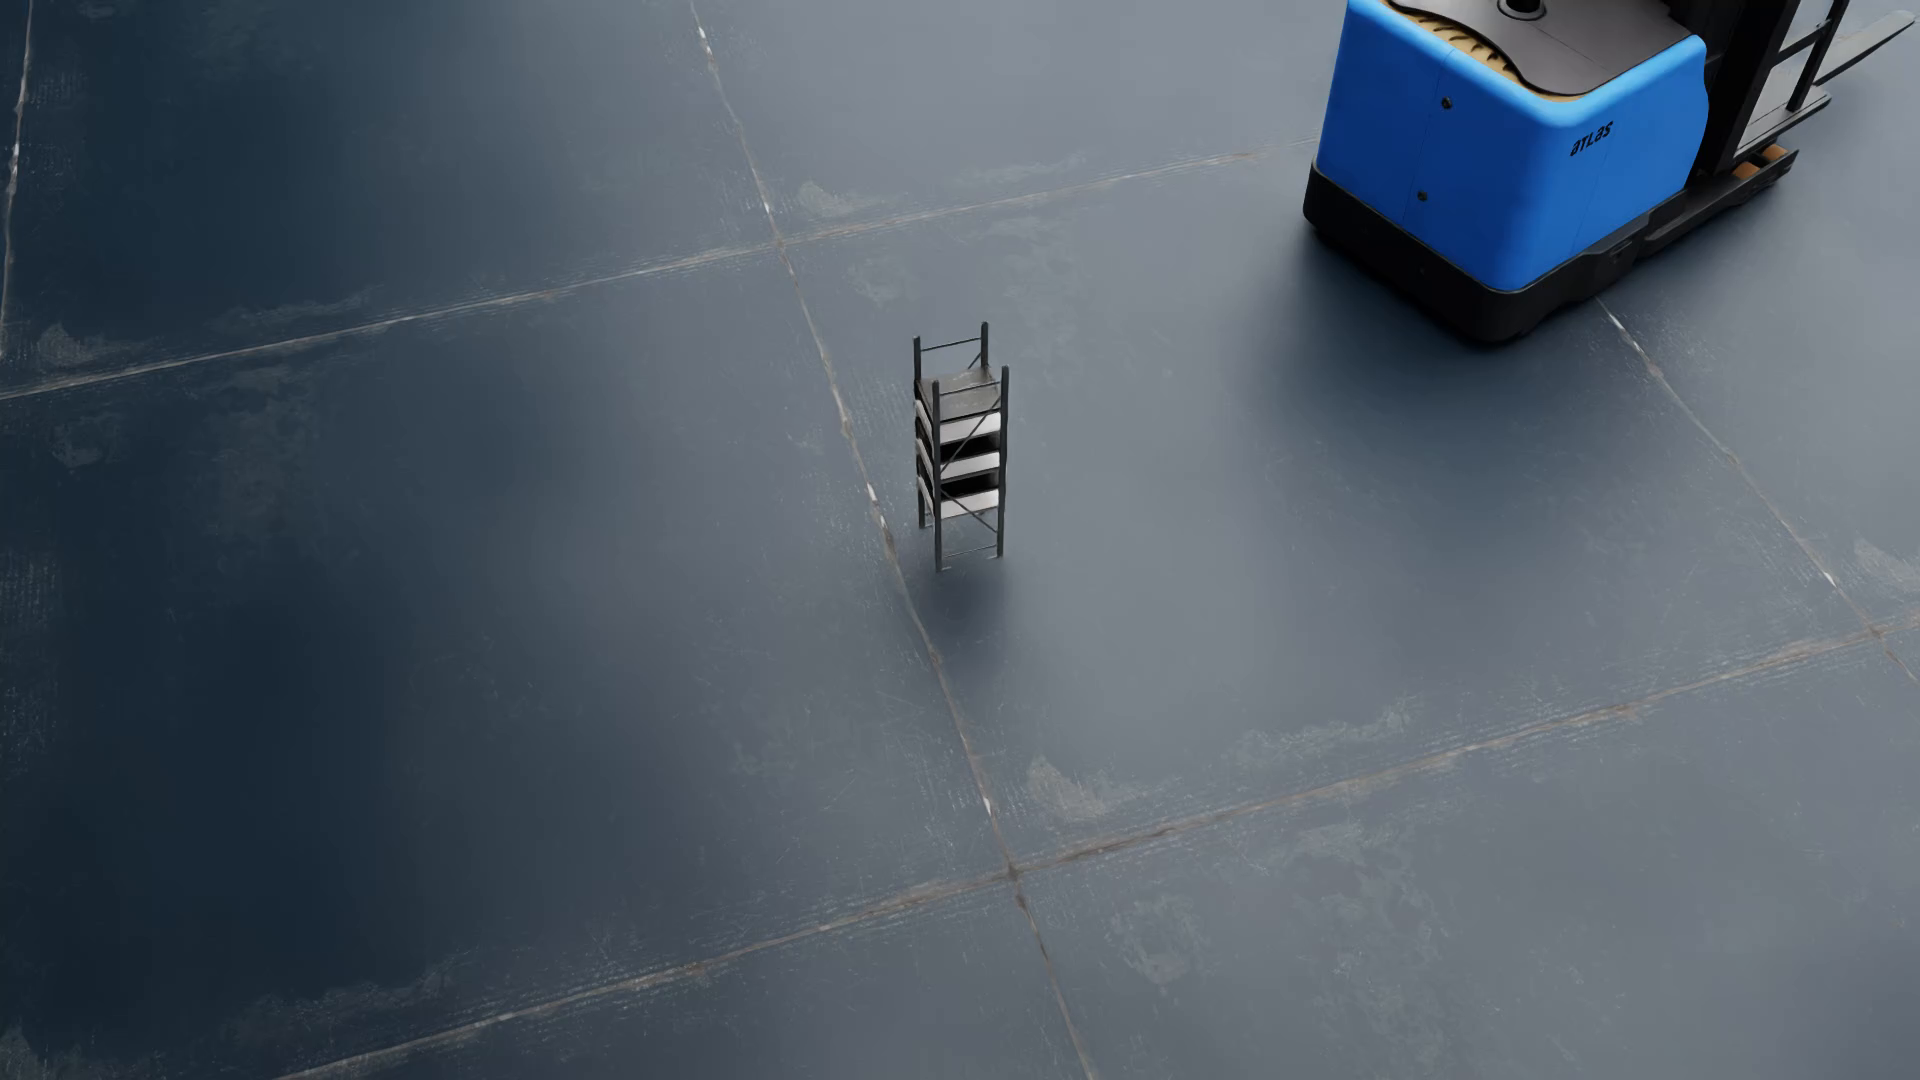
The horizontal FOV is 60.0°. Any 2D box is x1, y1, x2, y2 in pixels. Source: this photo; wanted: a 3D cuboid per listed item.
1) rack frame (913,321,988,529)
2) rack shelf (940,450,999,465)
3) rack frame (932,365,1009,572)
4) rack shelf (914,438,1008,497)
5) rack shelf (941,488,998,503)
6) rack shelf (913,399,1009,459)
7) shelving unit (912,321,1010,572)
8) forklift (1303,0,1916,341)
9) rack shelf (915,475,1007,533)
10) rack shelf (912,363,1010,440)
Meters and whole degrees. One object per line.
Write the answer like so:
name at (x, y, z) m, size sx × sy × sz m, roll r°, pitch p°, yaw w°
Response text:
rack frame at (-0.028, -0.358, 5.464) m, size 0.240 × 0.900 × 0.006 m, roll -13°, pitch 51°, yaw -11°
rack shelf at (0.002, -0.330, 5.346) m, size 0.199 × 0.015 × 0.184 m, roll -13°, pitch 51°, yaw -11°
rack frame at (0.032, -0.210, 5.338) m, size 0.240 × 0.900 × 0.006 m, roll -13°, pitch 51°, yaw -11°
rack shelf at (0.002, -0.263, 5.426) m, size 0.258 × 0.077 × 0.200 m, roll -13°, pitch 51°, yaw -11°
rack shelf at (0.002, -0.214, 5.484) m, size 0.199 × 0.015 × 0.184 m, roll -13°, pitch 51°, yaw -11°
rack shelf at (0.002, -0.379, 5.289) m, size 0.258 × 0.077 × 0.200 m, roll -13°, pitch 51°, yaw -11°
shelving unit at (0.002, -0.284, 5.401) m, size 0.258 × 0.900 × 0.210 m, roll -13°, pitch 51°, yaw -11°
forklift at (2.875, -2.640, 6.059) m, size 3.031 × 2.935 × 1.130 m, roll -31°, pitch 56°, yaw -23°
rack shelf at (0.002, -0.147, 5.564) m, size 0.258 × 0.077 × 0.200 m, roll -13°, pitch 51°, yaw -11°
rack shelf at (0.002, -0.437, 5.220) m, size 0.258 × 0.077 × 0.200 m, roll -13°, pitch 51°, yaw -11°
